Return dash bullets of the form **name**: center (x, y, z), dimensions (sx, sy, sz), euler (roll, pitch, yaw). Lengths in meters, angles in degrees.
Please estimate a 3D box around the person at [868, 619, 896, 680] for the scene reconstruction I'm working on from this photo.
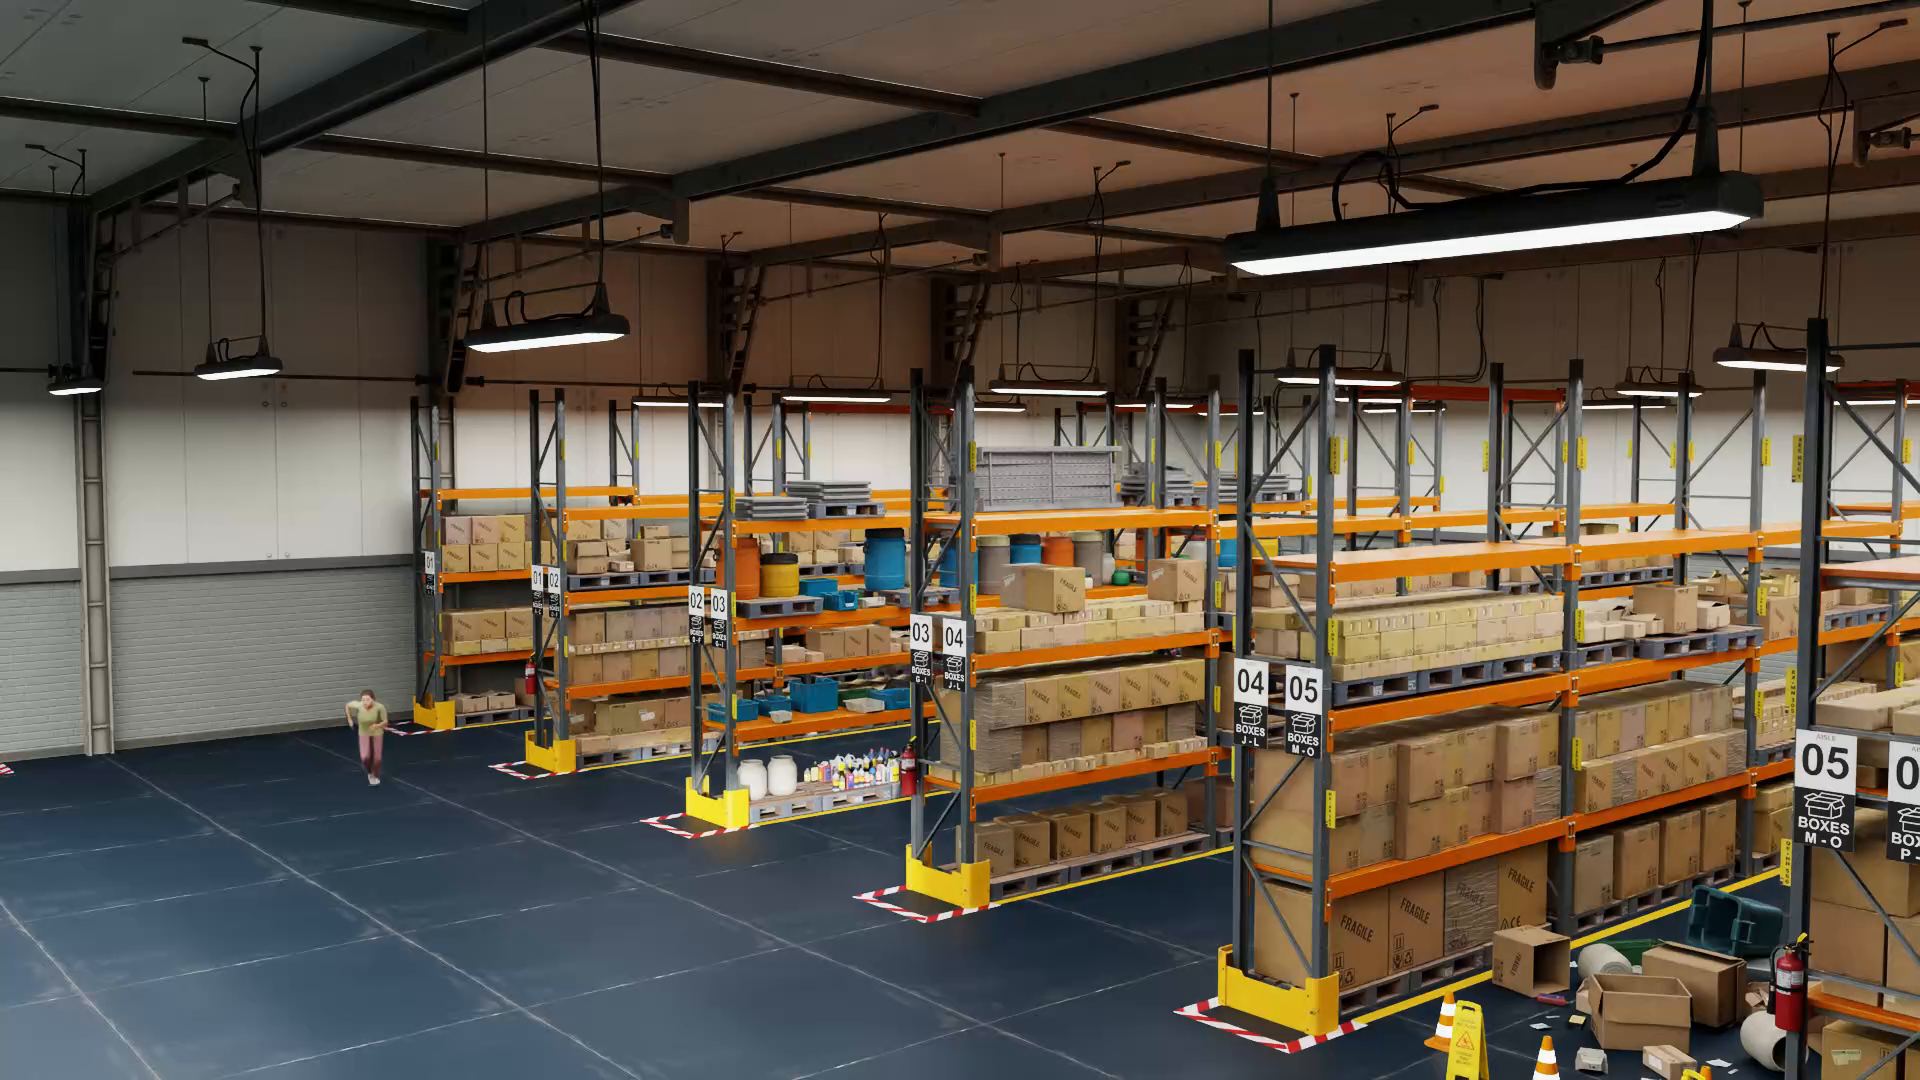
- **person**: center (-1.526, 2.370, 33.302), dimensions (0.677, 1.692, 0.821), euler (1, 4, 24)

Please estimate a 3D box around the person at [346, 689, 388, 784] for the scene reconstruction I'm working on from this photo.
- **person**: center (-8.828, 2.942, 24.789), dimensions (0.609, 1.503, 0.858), euler (-1, 3, -13)
